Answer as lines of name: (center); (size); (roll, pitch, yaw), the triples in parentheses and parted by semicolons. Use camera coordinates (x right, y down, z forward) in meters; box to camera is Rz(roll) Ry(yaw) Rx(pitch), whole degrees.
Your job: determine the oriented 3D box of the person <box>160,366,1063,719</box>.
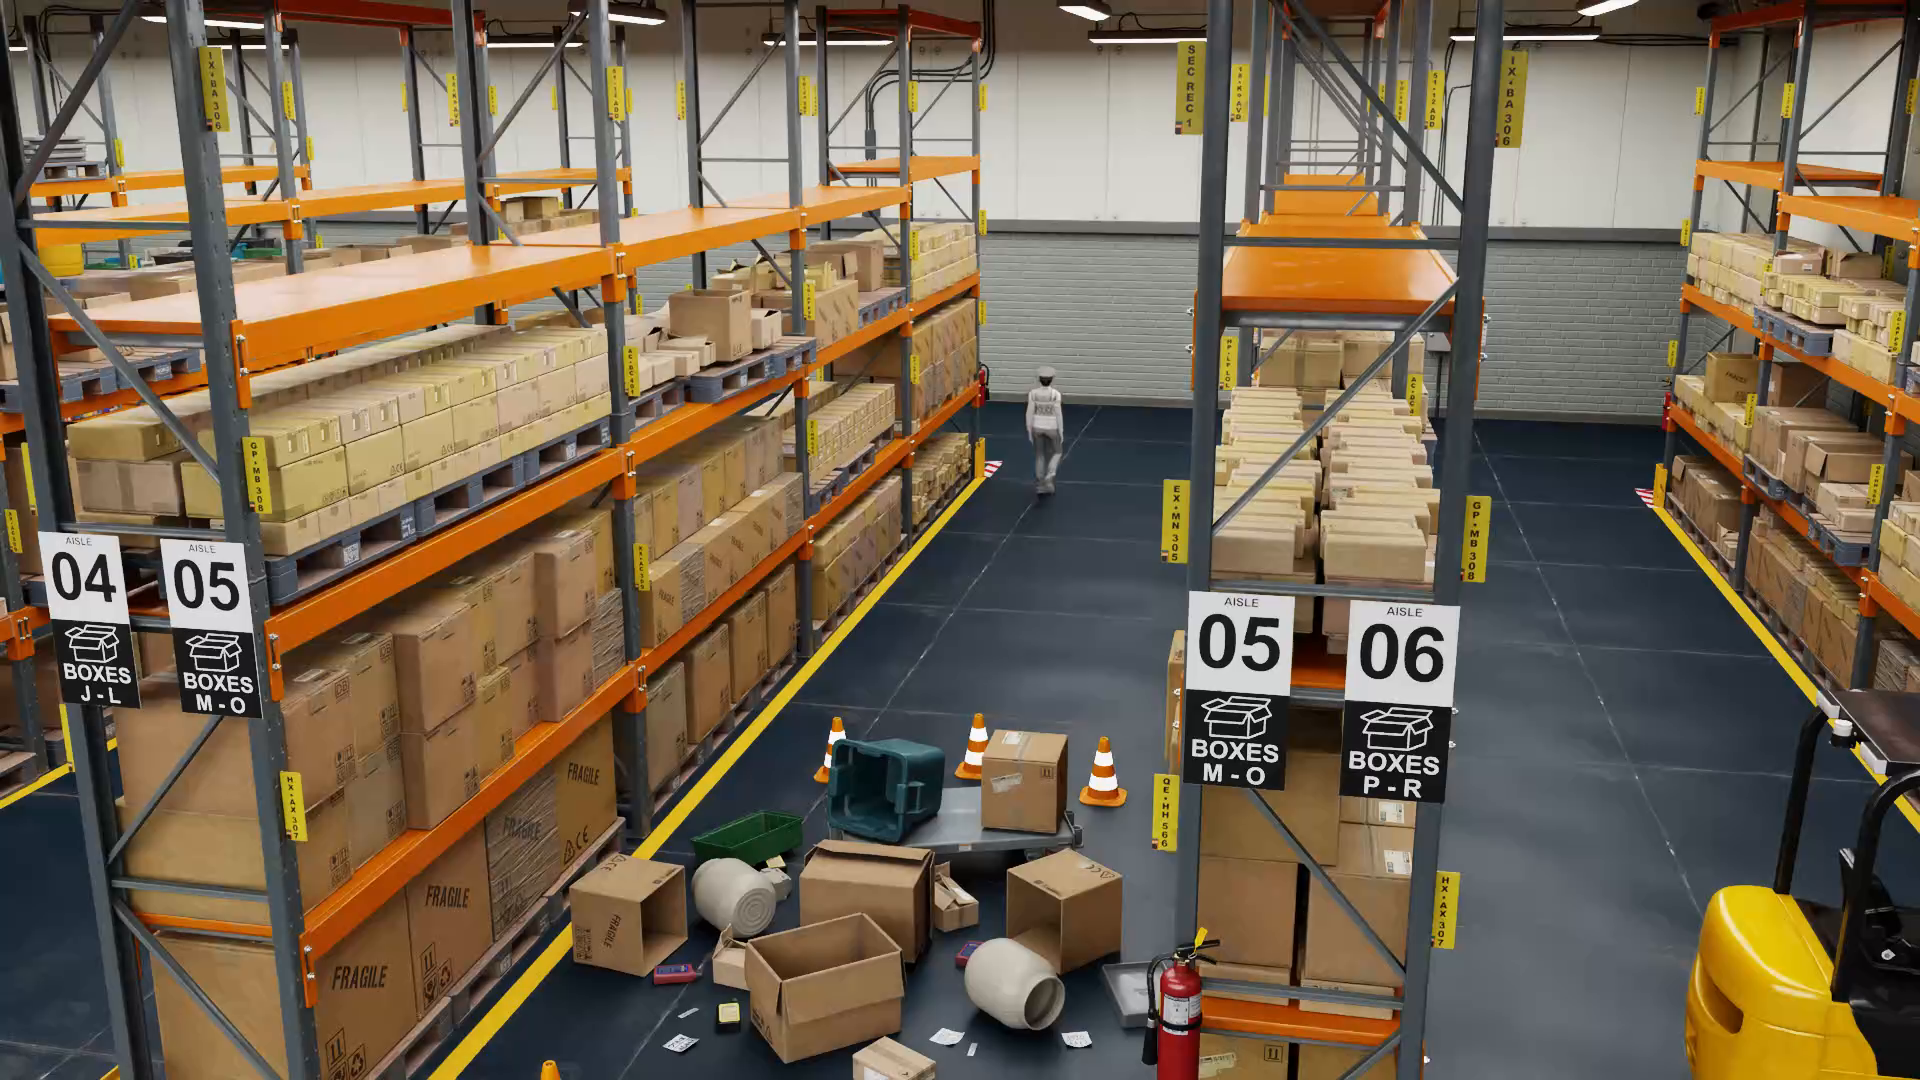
person: (1.877, -1.432, 17.106); (5.195, 2.345, 22.097); (4, 15, 14)
